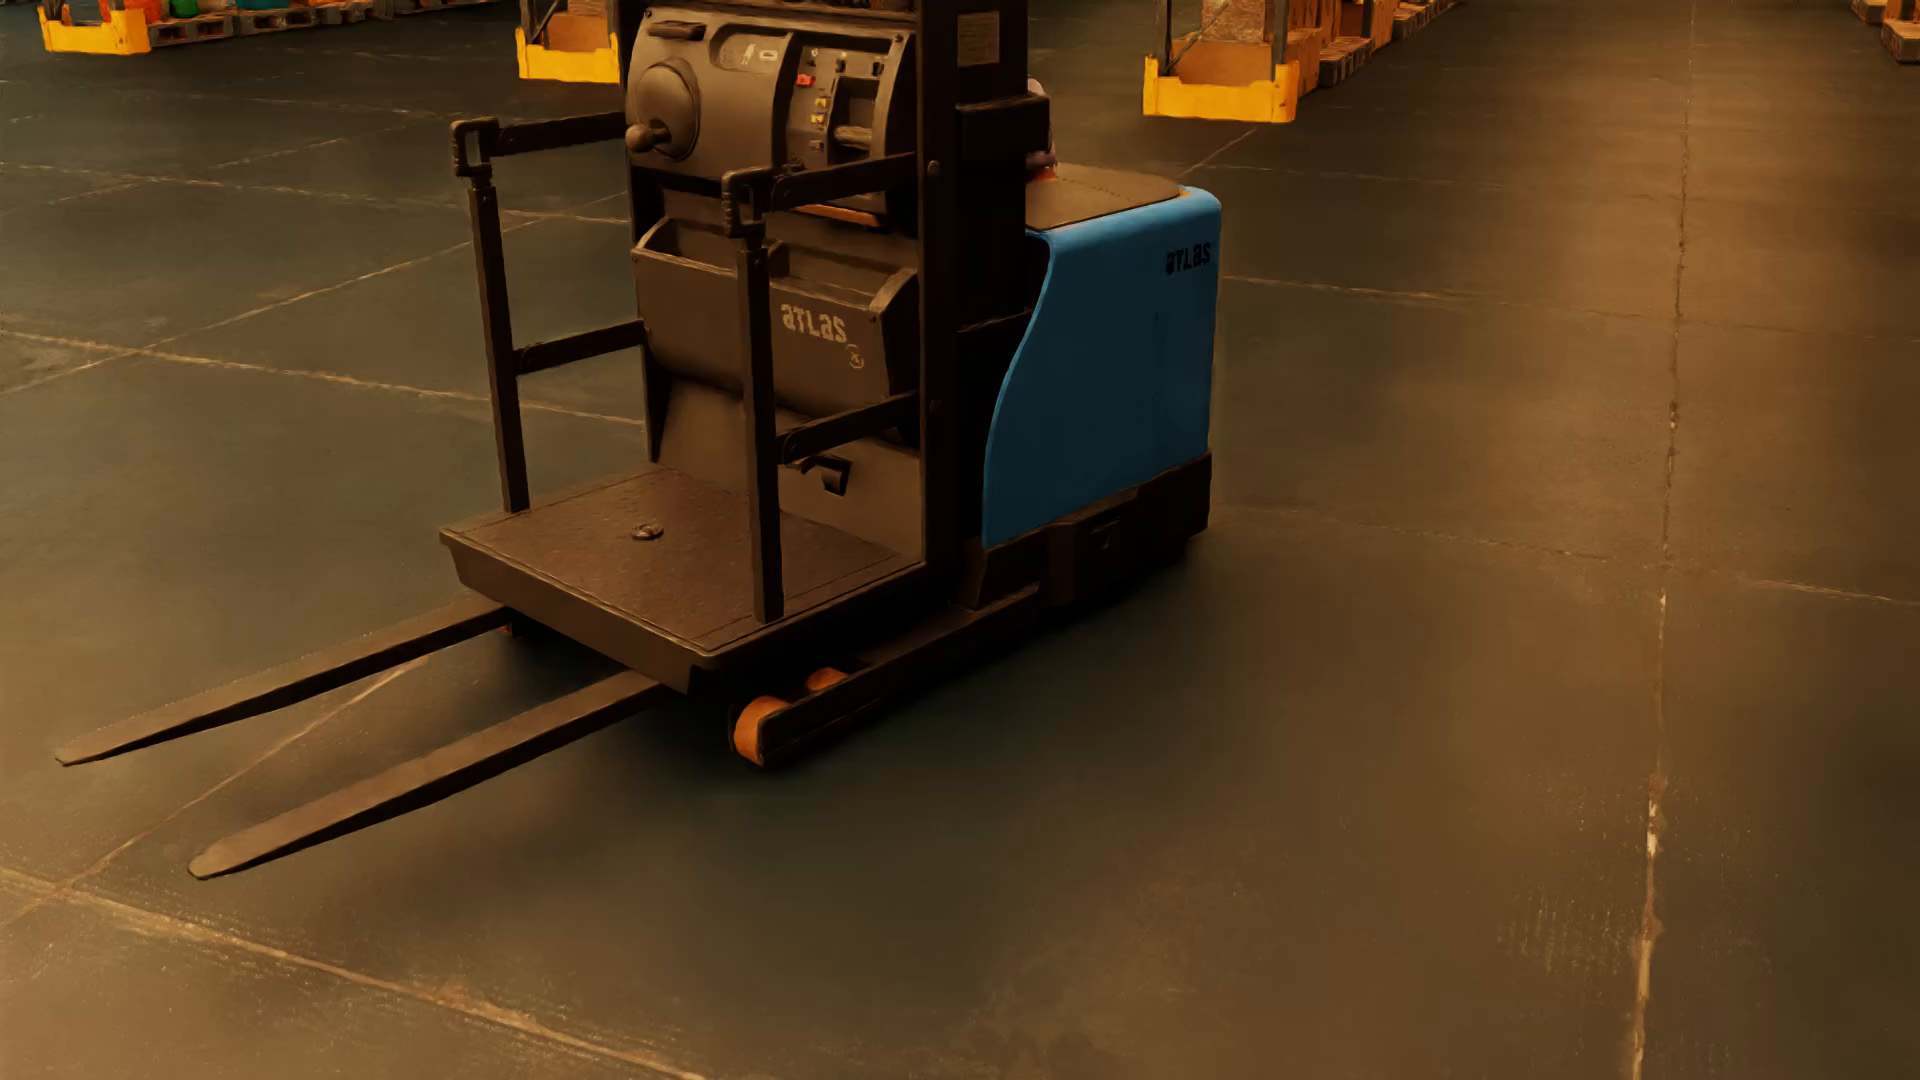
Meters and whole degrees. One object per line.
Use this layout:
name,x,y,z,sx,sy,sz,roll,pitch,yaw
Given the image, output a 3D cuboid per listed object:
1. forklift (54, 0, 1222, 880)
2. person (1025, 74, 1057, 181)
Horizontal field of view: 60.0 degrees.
forklift,-0.615,-1.046,3.796,1.130,2.935,3.031,19,29,38
person,-0.064,-0.728,4.689,0.601,1.641,0.538,9,24,21
